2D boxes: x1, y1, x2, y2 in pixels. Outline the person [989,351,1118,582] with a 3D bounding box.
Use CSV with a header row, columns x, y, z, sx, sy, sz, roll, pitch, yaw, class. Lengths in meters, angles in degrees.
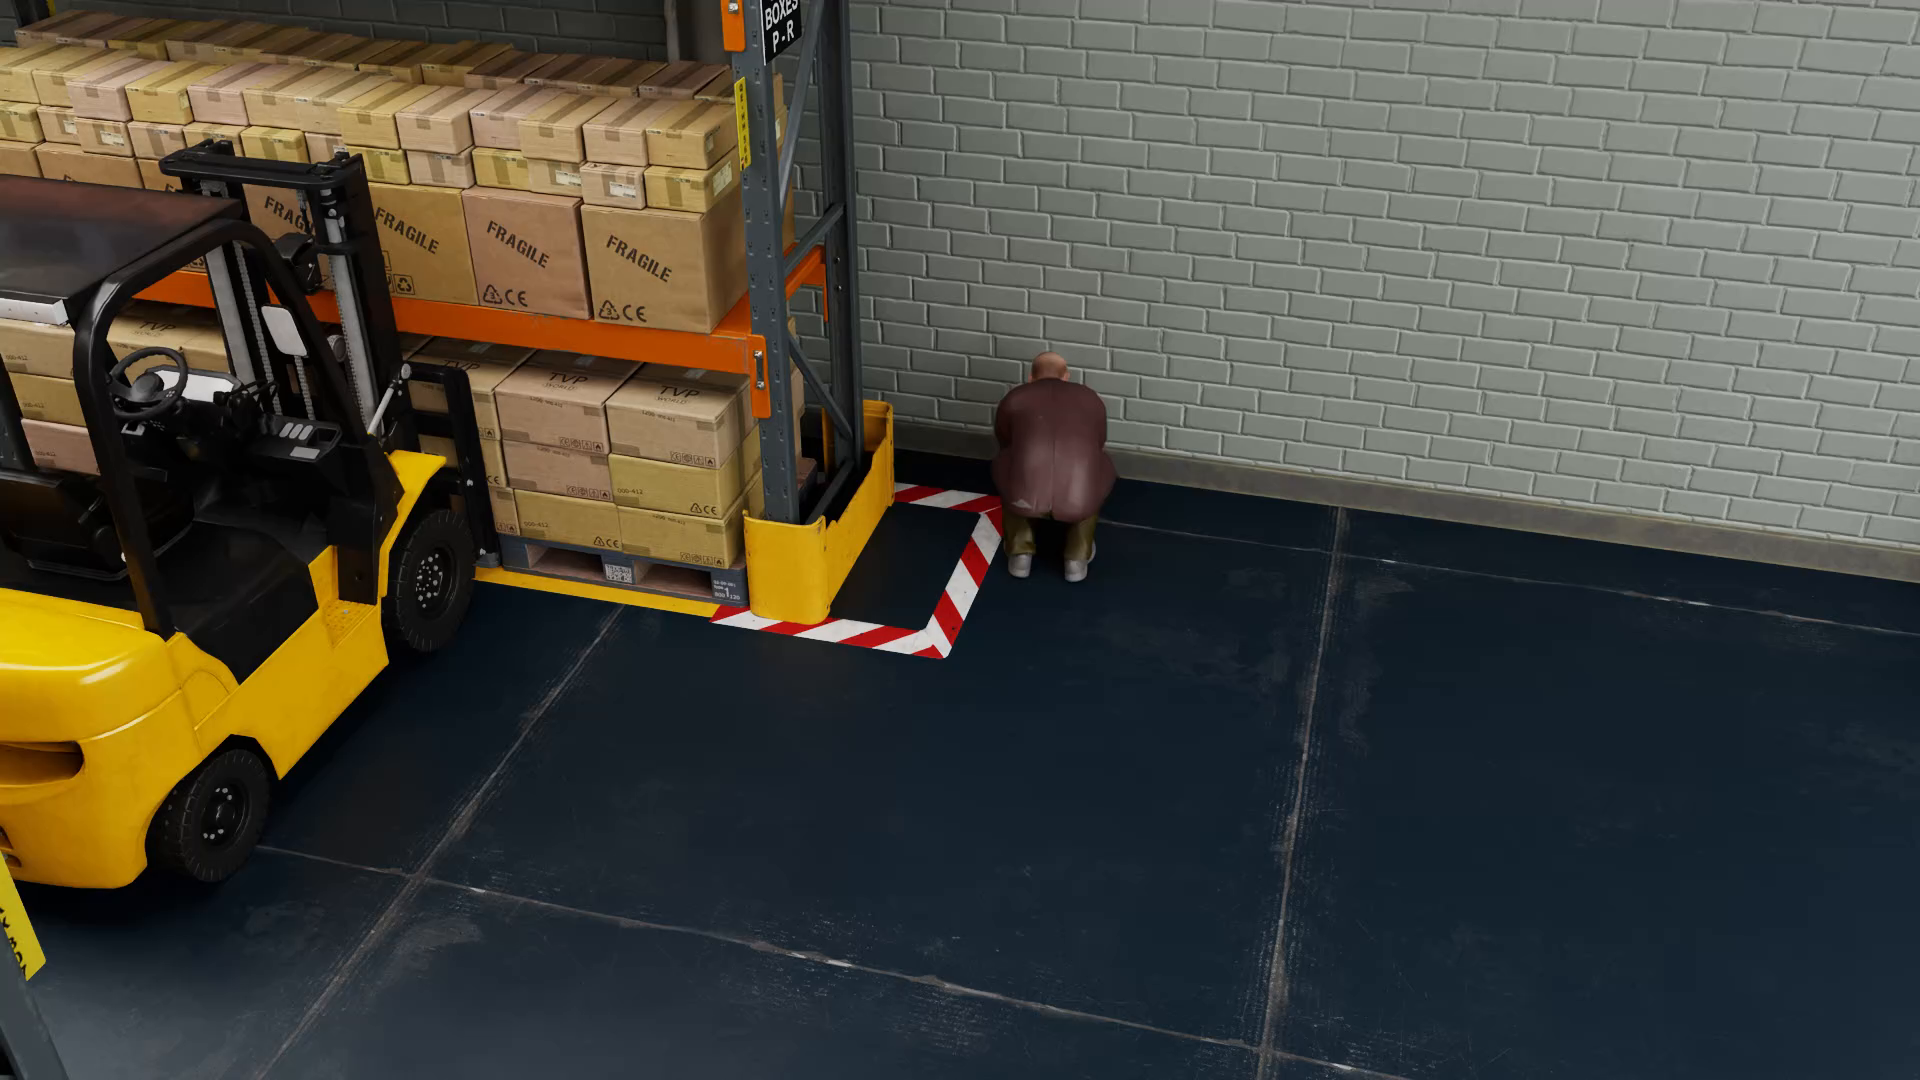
x,y,z,sx,sy,sz,roll,pitch,yaw,class
0.429,-0.302,7.590,0.578,0.850,0.918,3,33,5,person
